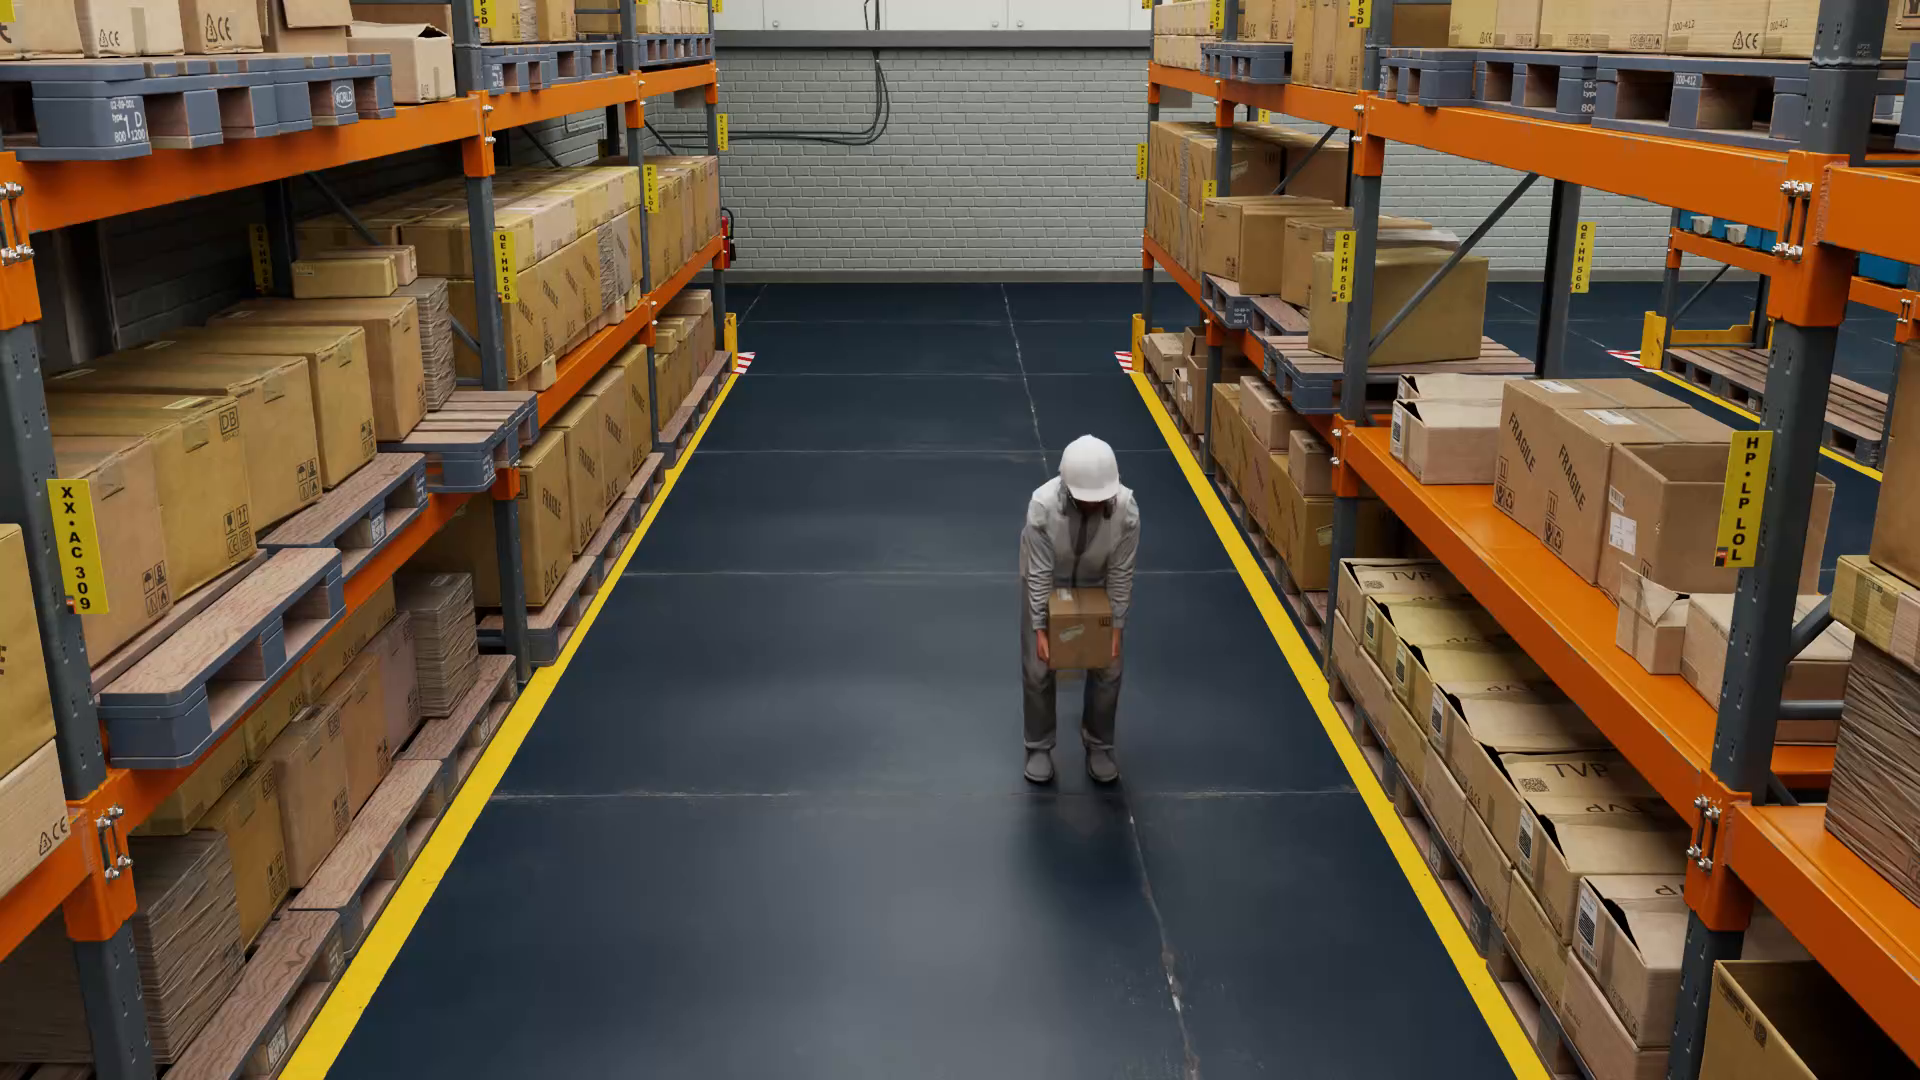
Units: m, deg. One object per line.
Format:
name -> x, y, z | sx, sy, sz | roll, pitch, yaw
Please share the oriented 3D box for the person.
person -> 0.490, 0.287, 6.869 | 0.467, 1.597, 0.794 | -1, 17, -2
